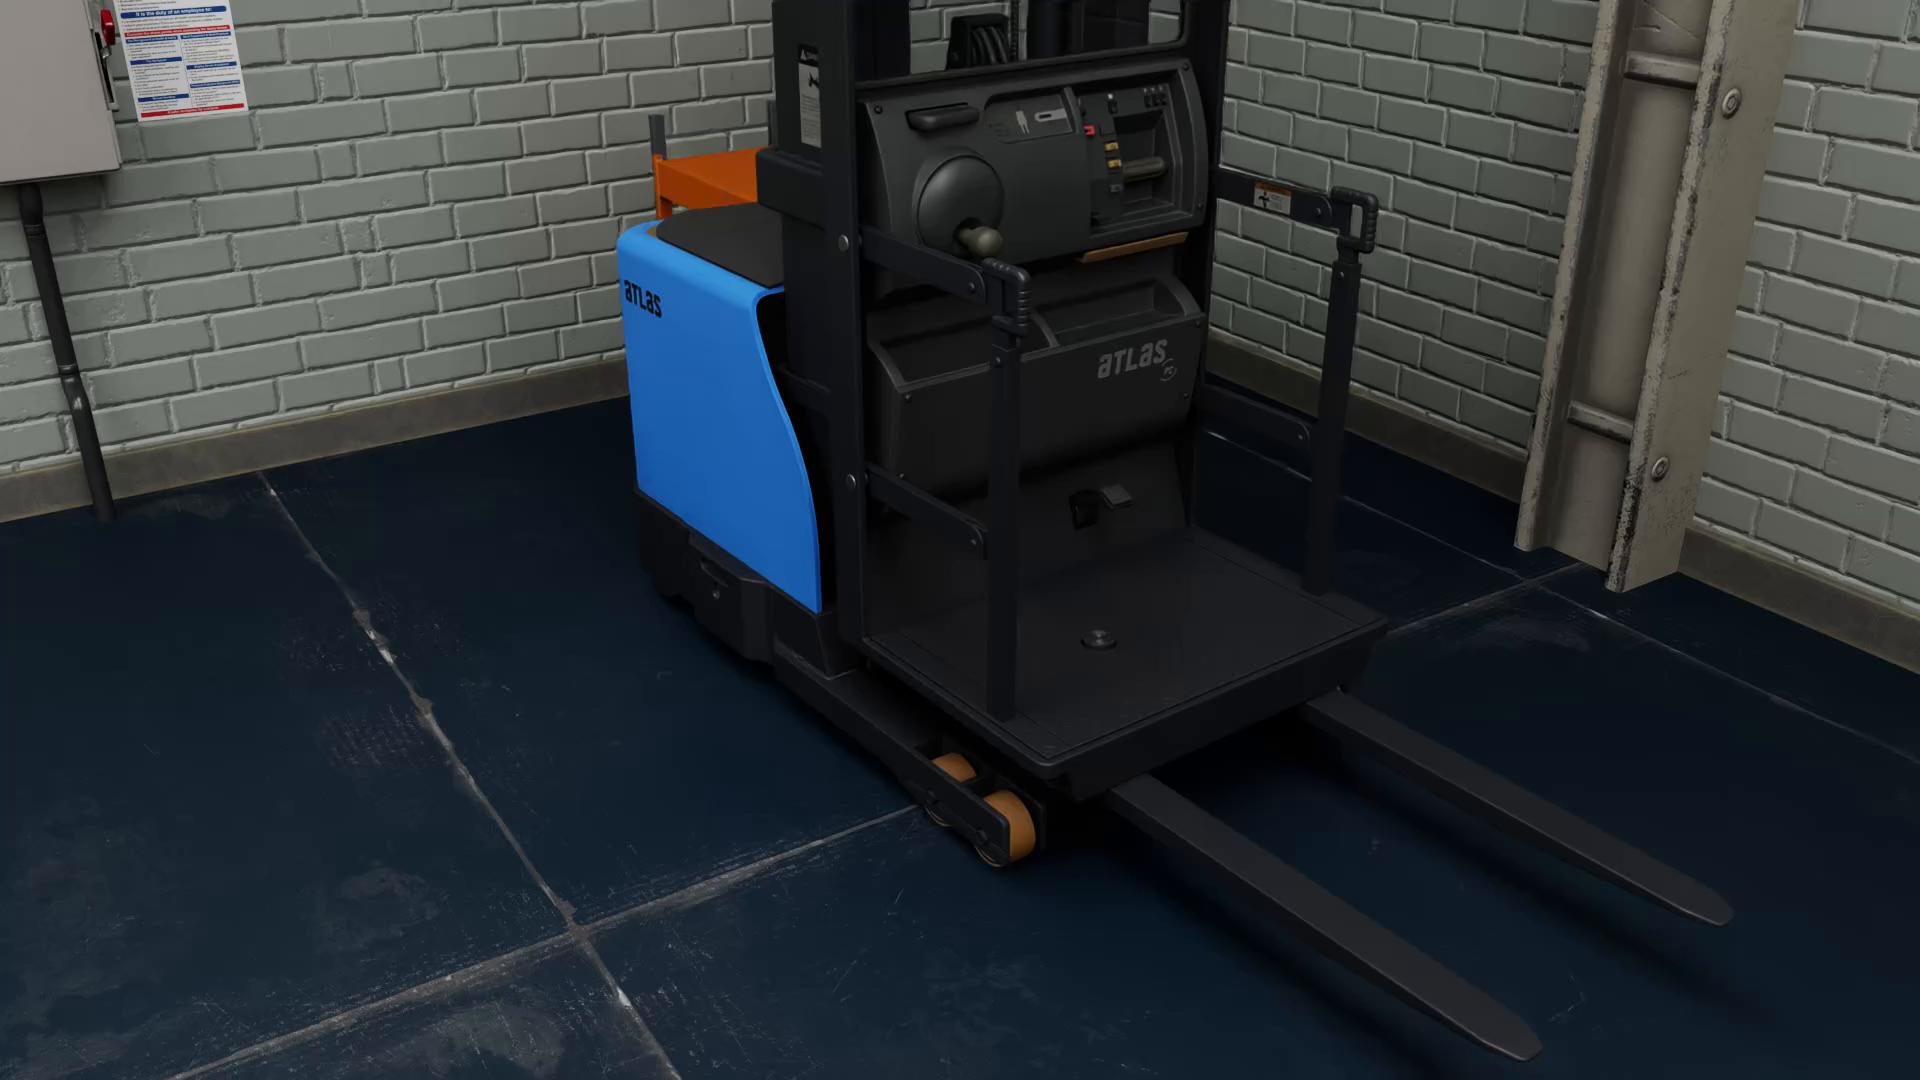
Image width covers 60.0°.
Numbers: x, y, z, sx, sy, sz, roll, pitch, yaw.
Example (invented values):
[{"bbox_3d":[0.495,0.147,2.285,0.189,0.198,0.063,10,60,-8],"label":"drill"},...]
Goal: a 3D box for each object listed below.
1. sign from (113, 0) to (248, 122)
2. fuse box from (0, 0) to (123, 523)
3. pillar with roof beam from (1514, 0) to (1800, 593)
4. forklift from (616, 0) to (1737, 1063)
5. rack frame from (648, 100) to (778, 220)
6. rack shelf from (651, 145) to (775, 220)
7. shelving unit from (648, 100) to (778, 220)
[{"bbox_3d":[-2.429,-1.567,5.168,0.329,0.494,0.001,-16,29,-30],"label":"sign"},{"bbox_3d":[-2.729,-0.839,5.022,0.539,1.711,0.414,-16,29,-30],"label":"fuse box"},{"bbox_3d":[-1.638,-3.015,1.095,9.100,9.000,0.400,-16,29,-30],"label":"pillar with roof beam"},{"bbox_3d":[0.325,-0.835,3.586,1.130,2.935,3.031,-18,31,-33],"label":"forklift"},{"bbox_3d":[-0.854,-1.003,6.058,0.500,1.125,0.032,-16,30,-31],"label":"rack frame"},{"bbox_3d":[-0.567,-1.089,5.554,0.538,0.278,1.000,-16,30,-31],"label":"rack shelf"},{"bbox_3d":[-0.567,-0.824,5.679,0.538,1.125,1.048,-16,30,-31],"label":"shelving unit"}]
